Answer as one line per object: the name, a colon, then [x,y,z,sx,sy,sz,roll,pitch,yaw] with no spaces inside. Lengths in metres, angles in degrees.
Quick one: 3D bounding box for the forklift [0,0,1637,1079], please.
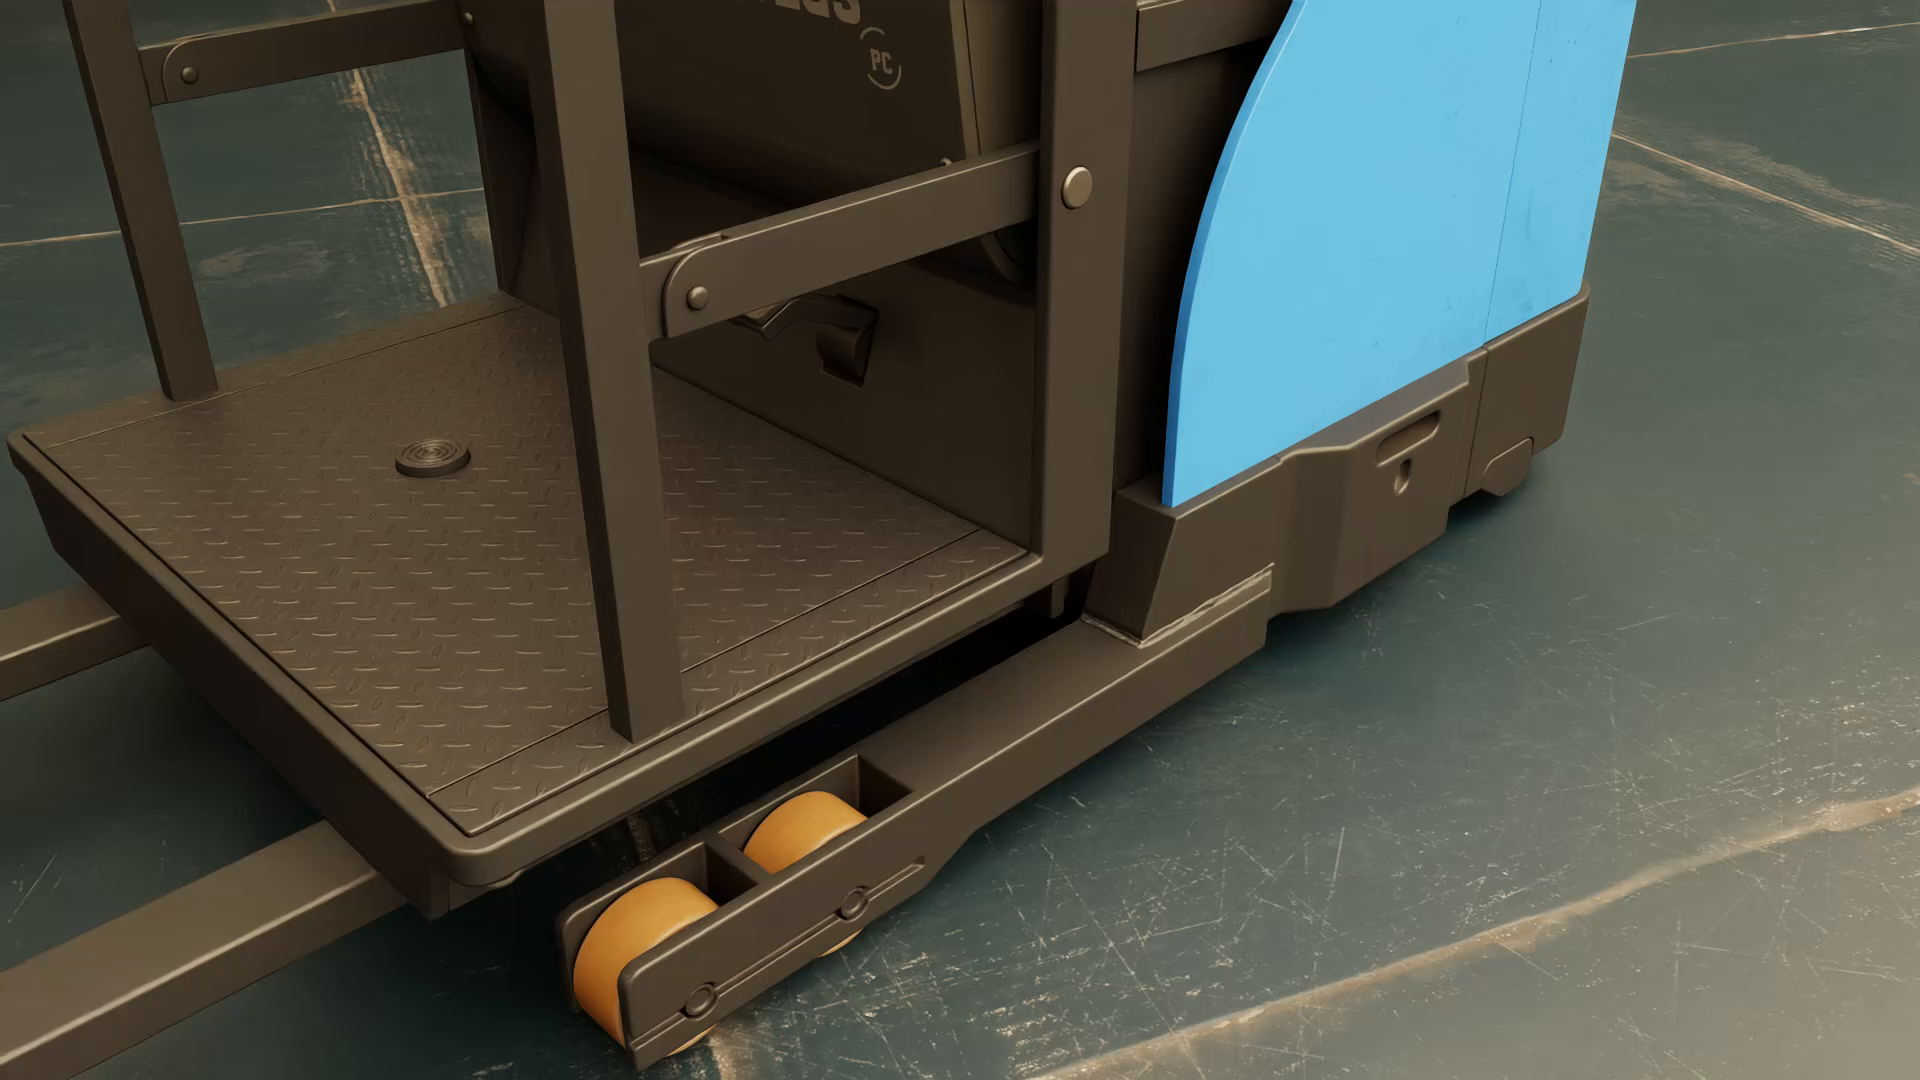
forklift: [-0.435,-1.063,1.405,3.031,2.935,1.130,-26,39,-37]
